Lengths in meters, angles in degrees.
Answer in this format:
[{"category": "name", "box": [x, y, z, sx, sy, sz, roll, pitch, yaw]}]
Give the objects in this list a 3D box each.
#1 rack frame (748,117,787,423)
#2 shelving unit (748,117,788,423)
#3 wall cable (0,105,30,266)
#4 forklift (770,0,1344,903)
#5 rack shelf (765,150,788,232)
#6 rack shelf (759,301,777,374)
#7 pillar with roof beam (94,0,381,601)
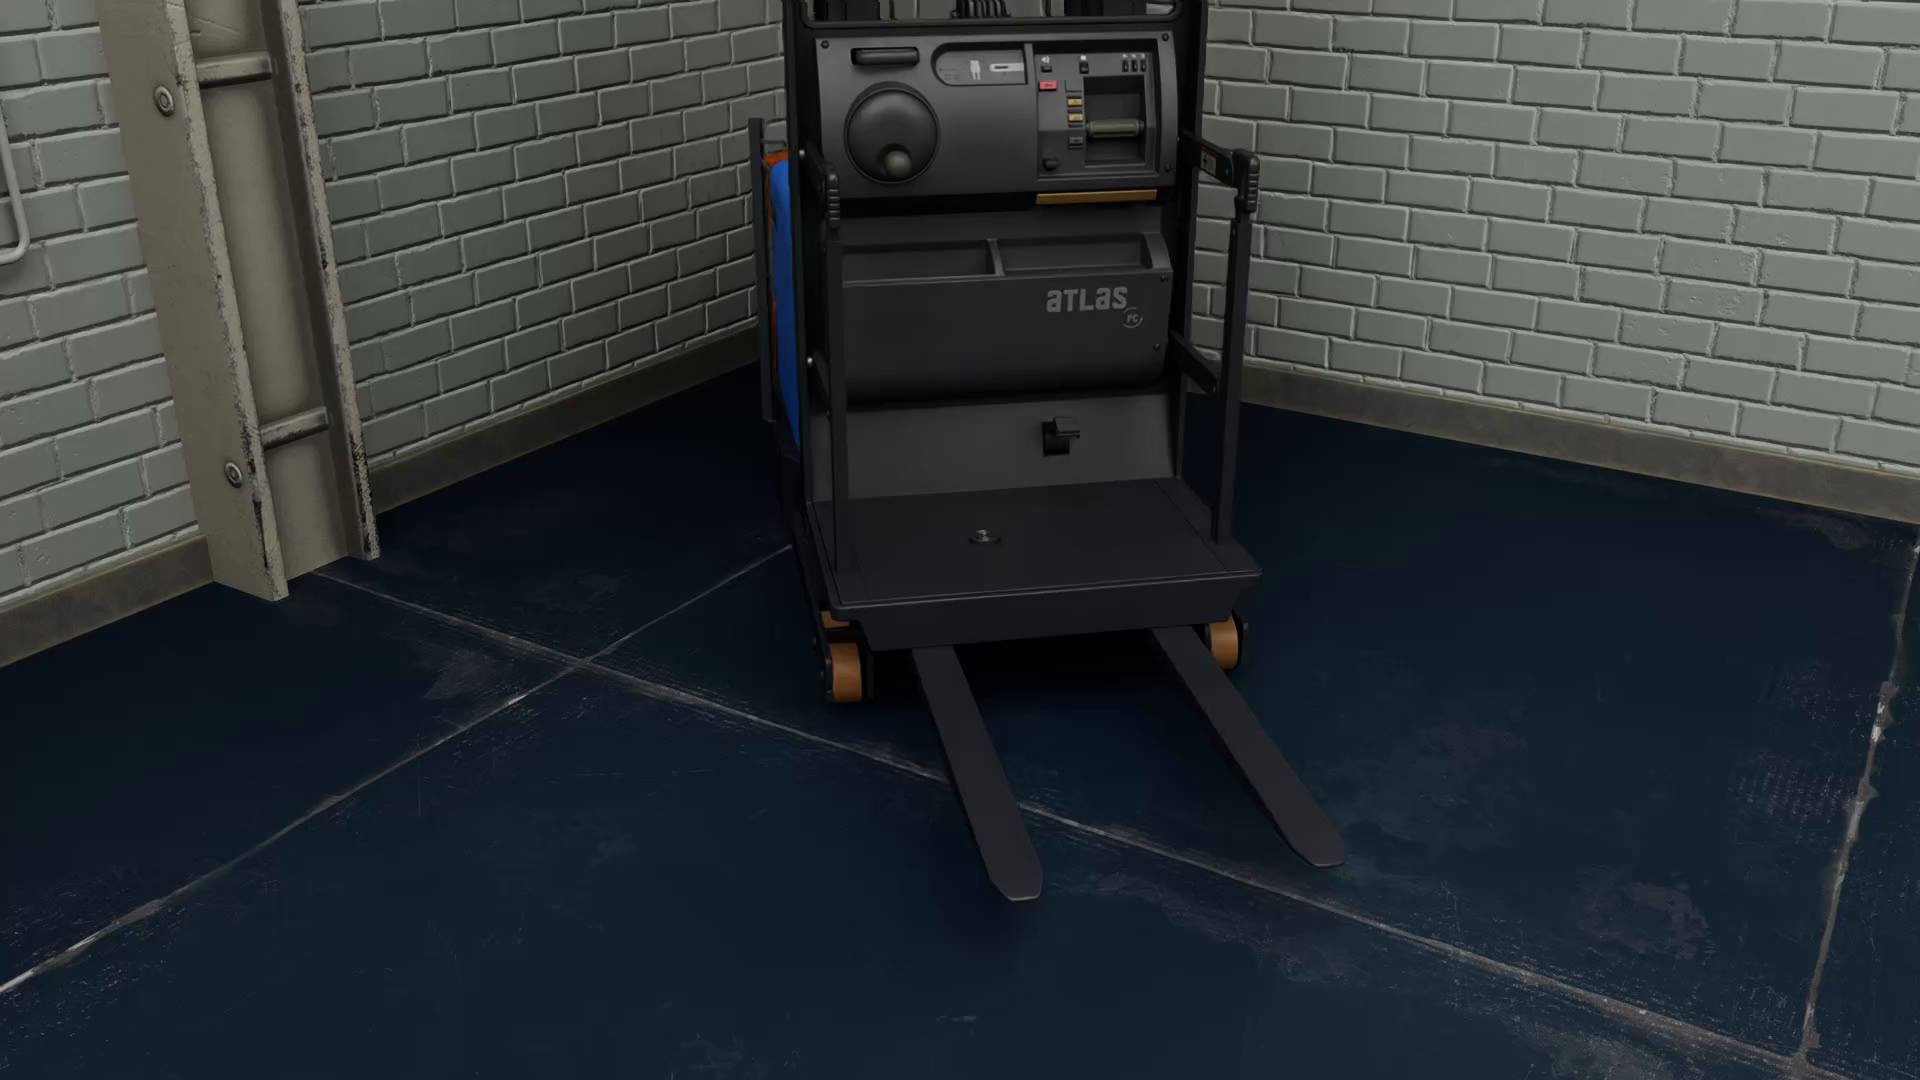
[{"category": "rack frame", "box": [-0.512, -0.926, 5.974, 0.500, 1.125, 0.032, 11, 26, 23]}, {"category": "shelving unit", "box": [-0.292, -1.108, 6.395, 0.538, 1.125, 1.048, 11, 26, 23]}, {"category": "wall cable", "box": [-2.839, -1.301, 3.200, 0.084, 1.984, 1.851, 14, 27, 29]}, {"category": "forklift", "box": [0.142, -1.078, 4.051, 1.130, 2.935, 3.031, -4, 24, -10]}, {"category": "rack shelf", "box": [-0.292, -1.377, 6.278, 0.538, 0.278, 1.000, 11, 26, 23]}, {"category": "rack shelf", "box": [-0.292, -0.884, 6.492, 0.538, 0.278, 1.000, 11, 26, 23]}, {"category": "pillar with roof beam", "box": [1.636, -3.147, 1.193, 9.100, 9.000, 0.400, 14, 27, 29]}]
